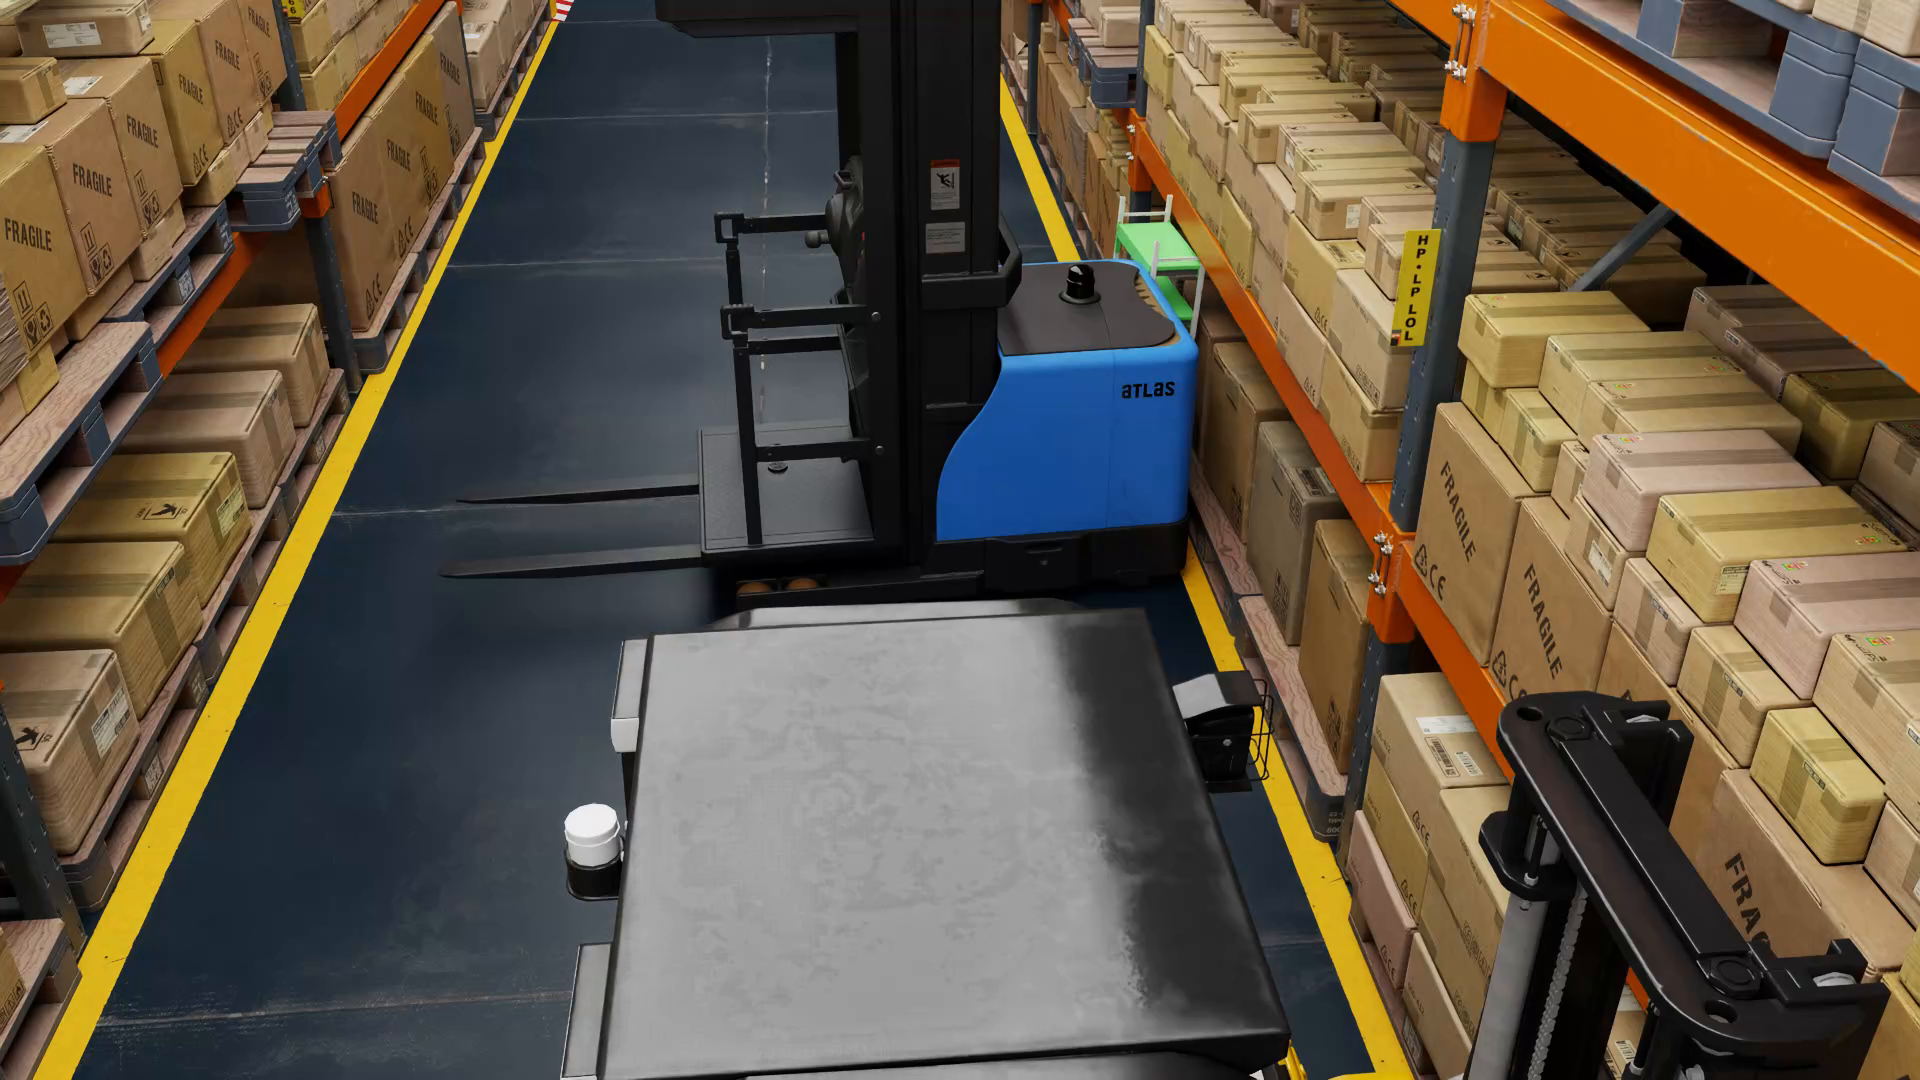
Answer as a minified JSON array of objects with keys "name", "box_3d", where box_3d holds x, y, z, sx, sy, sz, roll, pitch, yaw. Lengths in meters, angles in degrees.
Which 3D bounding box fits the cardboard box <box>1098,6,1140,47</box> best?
[{"name":"cardboard box","box_3d":[0.924,-2.661,8.616,0.380,0.149,0.250,-2,31,-4]}]

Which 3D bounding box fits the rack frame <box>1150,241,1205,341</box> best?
[{"name":"rack frame","box_3d":[0.900,-0.758,7.318,0.240,1.200,0.015,-4,34,-12]}]

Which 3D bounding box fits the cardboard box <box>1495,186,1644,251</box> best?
[{"name":"cardboard box","box_3d":[1.926,-1.008,5.282,0.380,0.149,0.250,-3,31,-5]}]

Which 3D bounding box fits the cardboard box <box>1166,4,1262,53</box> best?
[{"name":"cardboard box","box_3d":[1.130,-2.280,7.412,0.380,0.149,0.250,-2,31,-4]}]

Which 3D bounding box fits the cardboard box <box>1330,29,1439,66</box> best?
[{"name":"cardboard box","box_3d":[1.791,-2.051,7.029,0.380,0.149,0.250,-3,31,-6]}]

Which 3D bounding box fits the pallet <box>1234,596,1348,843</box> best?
[{"name":"pallet","box_3d":[1.633,0.593,6.051,1.003,0.211,1.213,-3,31,-5]}]

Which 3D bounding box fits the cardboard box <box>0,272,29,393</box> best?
[{"name":"cardboard box","box_3d":[-2.959,-0.594,4.522,0.500,0.500,0.500,-2,31,-3]}]

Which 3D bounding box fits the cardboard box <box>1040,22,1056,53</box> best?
[{"name":"cardboard box","box_3d":[0.762,-3.504,11.586,0.380,0.149,0.250,-1,31,-2]}]

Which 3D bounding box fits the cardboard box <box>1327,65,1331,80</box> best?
[{"name":"cardboard box","box_3d":[1.735,-1.945,7.240,0.500,0.250,0.500,-2,31,-4]}]

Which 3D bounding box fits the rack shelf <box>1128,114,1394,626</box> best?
[{"name":"rack shelf","box_3d":[1.554,-0.942,6.603,1.077,0.370,4.000,-3,31,-5]}]

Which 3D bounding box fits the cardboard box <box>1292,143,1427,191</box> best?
[{"name":"cardboard box","box_3d":[1.357,-1.238,5.667,0.380,0.149,0.250,-3,31,-6]}]

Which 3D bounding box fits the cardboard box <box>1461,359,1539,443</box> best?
[{"name":"cardboard box","box_3d":[1.509,-0.376,4.224,0.380,0.149,0.250,-3,31,-5]}]

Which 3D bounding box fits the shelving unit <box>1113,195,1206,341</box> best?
[{"name":"shelving unit","box_3d":[0.848,-0.892,7.515,0.258,1.200,0.503,-4,34,-12]}]

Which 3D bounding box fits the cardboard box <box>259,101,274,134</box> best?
[{"name":"cardboard box","box_3d":[-3.212,-1.815,7.199,0.380,0.149,0.250,-2,31,-4]}]

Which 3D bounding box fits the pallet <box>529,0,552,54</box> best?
[{"name":"pallet","box_3d":[-4.169,-4.515,14.603,1.003,0.211,1.213,-3,31,-5]}]

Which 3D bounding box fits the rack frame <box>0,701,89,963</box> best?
[{"name":"rack frame","box_3d":[-3.201,0.010,4.308,1.000,3.000,0.127,-3,31,-5]}]

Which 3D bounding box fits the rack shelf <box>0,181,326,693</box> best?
[{"name":"rack shelf","box_3d":[-3.388,-0.702,6.202,1.077,0.370,4.000,-3,31,-5]}]

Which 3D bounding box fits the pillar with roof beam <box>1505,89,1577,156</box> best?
[{"name":"pillar with roof beam","box_3d":[-1.900,-4.019,5.202,9.100,9.000,0.400,-3,31,-5]}]

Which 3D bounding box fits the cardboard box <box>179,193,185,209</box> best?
[{"name":"cardboard box","box_3d":[-3.191,-1.285,6.312,0.380,0.149,0.250,-3,31,-4]}]

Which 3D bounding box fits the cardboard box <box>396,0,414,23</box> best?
[{"name":"cardboard box","box_3d":[-3.581,-3.274,9.953,0.500,0.250,0.500,-4,31,-6]}]

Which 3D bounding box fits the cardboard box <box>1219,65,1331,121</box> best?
[{"name":"cardboard box","box_3d":[1.235,-1.758,6.538,0.380,0.149,0.250,-2,31,-4]}]

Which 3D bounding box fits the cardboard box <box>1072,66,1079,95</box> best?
[{"name":"cardboard box","box_3d":[0.926,-2.967,10.687,0.380,0.149,0.250,-3,31,-5]}]

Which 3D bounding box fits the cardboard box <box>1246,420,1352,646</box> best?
[{"name":"cardboard box","box_3d":[1.616,-0.053,6.319,0.875,0.625,0.625,-3,31,-5]}]

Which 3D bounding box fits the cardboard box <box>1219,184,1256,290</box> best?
[{"name":"cardboard box","box_3d":[1.309,-1.185,6.454,0.500,0.250,0.500,-2,31,-3]}]

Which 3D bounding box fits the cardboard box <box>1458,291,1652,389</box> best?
[{"name":"cardboard box","box_3d":[1.475,-0.502,4.145,0.380,0.149,0.250,-2,31,-4]}]

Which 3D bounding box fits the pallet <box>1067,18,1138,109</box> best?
[{"name":"pallet","box_3d":[1.234,-2.532,8.751,1.213,0.211,1.003,-3,31,-5]}]

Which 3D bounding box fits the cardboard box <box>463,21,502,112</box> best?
[{"name":"cardboard box","box_3d":[-3.900,-3.480,12.240,0.875,0.438,0.875,-3,31,-5]}]

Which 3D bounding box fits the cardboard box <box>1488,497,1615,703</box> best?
[{"name":"cardboard box","box_3d":[1.588,0.232,3.839,0.500,0.500,0.500,-2,31,-4]}]

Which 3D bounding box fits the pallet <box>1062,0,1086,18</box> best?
[{"name":"pallet","box_3d":[1.181,-3.182,9.839,1.003,0.211,1.213,-3,31,-5]}]

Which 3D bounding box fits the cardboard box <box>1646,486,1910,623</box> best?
[{"name":"cardboard box","box_3d":[1.595,0.025,3.263,0.380,0.149,0.250,-3,31,-5]}]

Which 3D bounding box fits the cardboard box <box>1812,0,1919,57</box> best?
[{"name":"cardboard box","box_3d":[1.577,-0.911,2.548,0.396,0.266,0.258,-3,31,-6]}]

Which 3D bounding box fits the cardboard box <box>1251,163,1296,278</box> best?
[{"name":"cardboard box","box_3d":[1.343,-1.142,5.895,0.500,0.250,0.500,-2,31,-4]}]

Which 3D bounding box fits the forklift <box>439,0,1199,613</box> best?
[{"name":"forklift","box_3d":[-0.616,-1.211,6.419,3.031,2.935,1.130,-4,31,-7]}]

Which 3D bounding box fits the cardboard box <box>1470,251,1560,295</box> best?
[{"name":"cardboard box","box_3d":[1.488,-0.715,4.791,0.380,0.149,0.250,-2,31,-3]}]

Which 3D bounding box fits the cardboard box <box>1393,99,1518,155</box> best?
[{"name":"cardboard box","box_3d":[1.826,-1.521,6.142,0.380,0.149,0.250,-2,31,-4]}]

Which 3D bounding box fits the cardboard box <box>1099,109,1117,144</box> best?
[{"name":"cardboard box","box_3d":[1.029,-2.436,9.799,0.380,0.149,0.250,-3,31,-5]}]

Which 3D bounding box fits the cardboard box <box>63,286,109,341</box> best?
[{"name":"cardboard box","box_3d":[-3.037,-0.762,5.436,0.380,0.149,0.250,-2,31,-4]}]

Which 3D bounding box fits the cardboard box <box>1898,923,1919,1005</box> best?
[{"name":"cardboard box","box_3d":[1.659,0.674,2.467,0.380,0.149,0.250,-3,31,-4]}]

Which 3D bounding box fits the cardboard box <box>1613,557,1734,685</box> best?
[{"name":"cardboard box","box_3d":[1.559,0.152,3.341,0.380,0.149,0.250,-3,31,-5]}]

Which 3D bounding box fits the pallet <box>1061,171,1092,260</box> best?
[{"name":"pallet","box_3d":[1.224,-2.079,10.525,1.003,0.211,1.213,-3,31,-5]}]

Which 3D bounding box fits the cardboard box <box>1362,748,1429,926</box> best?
[{"name":"cardboard box","box_3d":[1.479,0.818,4.740,0.500,0.250,0.500,-3,31,-5]}]

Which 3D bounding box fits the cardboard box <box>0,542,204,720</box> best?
[{"name":"cardboard box","box_3d":[-3.323,0.323,5.936,0.950,0.372,0.625,-1,31,-1]}]

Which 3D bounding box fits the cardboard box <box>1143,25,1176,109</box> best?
[{"name":"cardboard box","box_3d":[1.141,-2.183,7.638,0.500,0.250,0.500,-3,31,-5]}]

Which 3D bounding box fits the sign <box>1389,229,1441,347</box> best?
[{"name":"sign","box_3d":[1.202,-0.662,4.381,0.100,0.325,0.005,-3,31,-5]}]

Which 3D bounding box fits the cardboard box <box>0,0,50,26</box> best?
[{"name":"cardboard box","box_3d":[-3.707,-1.876,6.669,0.500,0.500,0.500,-1,31,-2]}]

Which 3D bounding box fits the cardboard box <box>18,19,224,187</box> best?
[{"name":"cardboard box","box_3d":[-3.148,-1.643,6.279,0.500,0.500,0.500,-5,31,-8]}]

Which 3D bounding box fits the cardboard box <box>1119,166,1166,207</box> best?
[{"name":"cardboard box","box_3d":[1.069,-1.897,8.897,0.380,0.149,0.250,-4,31,-7]}]

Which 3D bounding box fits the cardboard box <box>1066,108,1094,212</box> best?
[{"name":"cardboard box","box_3d":[0.959,-2.372,10.324,0.500,0.500,0.500,-4,31,-6]}]

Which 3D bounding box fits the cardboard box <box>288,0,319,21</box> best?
[{"name":"cardboard box","box_3d":[-3.377,-2.768,7.886,0.500,0.500,0.500,-4,31,-6]}]

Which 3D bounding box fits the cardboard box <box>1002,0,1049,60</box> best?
[{"name":"cardboard box","box_3d":[0.721,-4.178,13.348,0.700,0.500,0.500,-4,31,-6]}]

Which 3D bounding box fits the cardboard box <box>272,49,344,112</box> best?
[{"name":"cardboard box","box_3d":[-3.370,-2.230,8.204,0.500,0.250,0.500,-3,31,-5]}]

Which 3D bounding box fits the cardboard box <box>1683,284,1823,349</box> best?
[{"name":"cardboard box","box_3d":[2.072,-0.530,4.192,0.380,0.149,0.250,-3,31,-4]}]

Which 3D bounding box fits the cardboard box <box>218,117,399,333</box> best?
[{"name":"cardboard box","box_3d":[-3.556,-1.657,8.761,0.875,0.875,0.875,-3,31,-5]}]

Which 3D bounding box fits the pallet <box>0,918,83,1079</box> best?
[{"name":"pallet","box_3d":[-3.103,1.549,4.452,1.003,0.211,1.213,-3,31,-5]}]

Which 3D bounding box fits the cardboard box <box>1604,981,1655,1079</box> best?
[{"name":"cardboard box","box_3d":[1.569,1.118,3.749,0.500,0.250,0.500,-2,31,-3]}]
